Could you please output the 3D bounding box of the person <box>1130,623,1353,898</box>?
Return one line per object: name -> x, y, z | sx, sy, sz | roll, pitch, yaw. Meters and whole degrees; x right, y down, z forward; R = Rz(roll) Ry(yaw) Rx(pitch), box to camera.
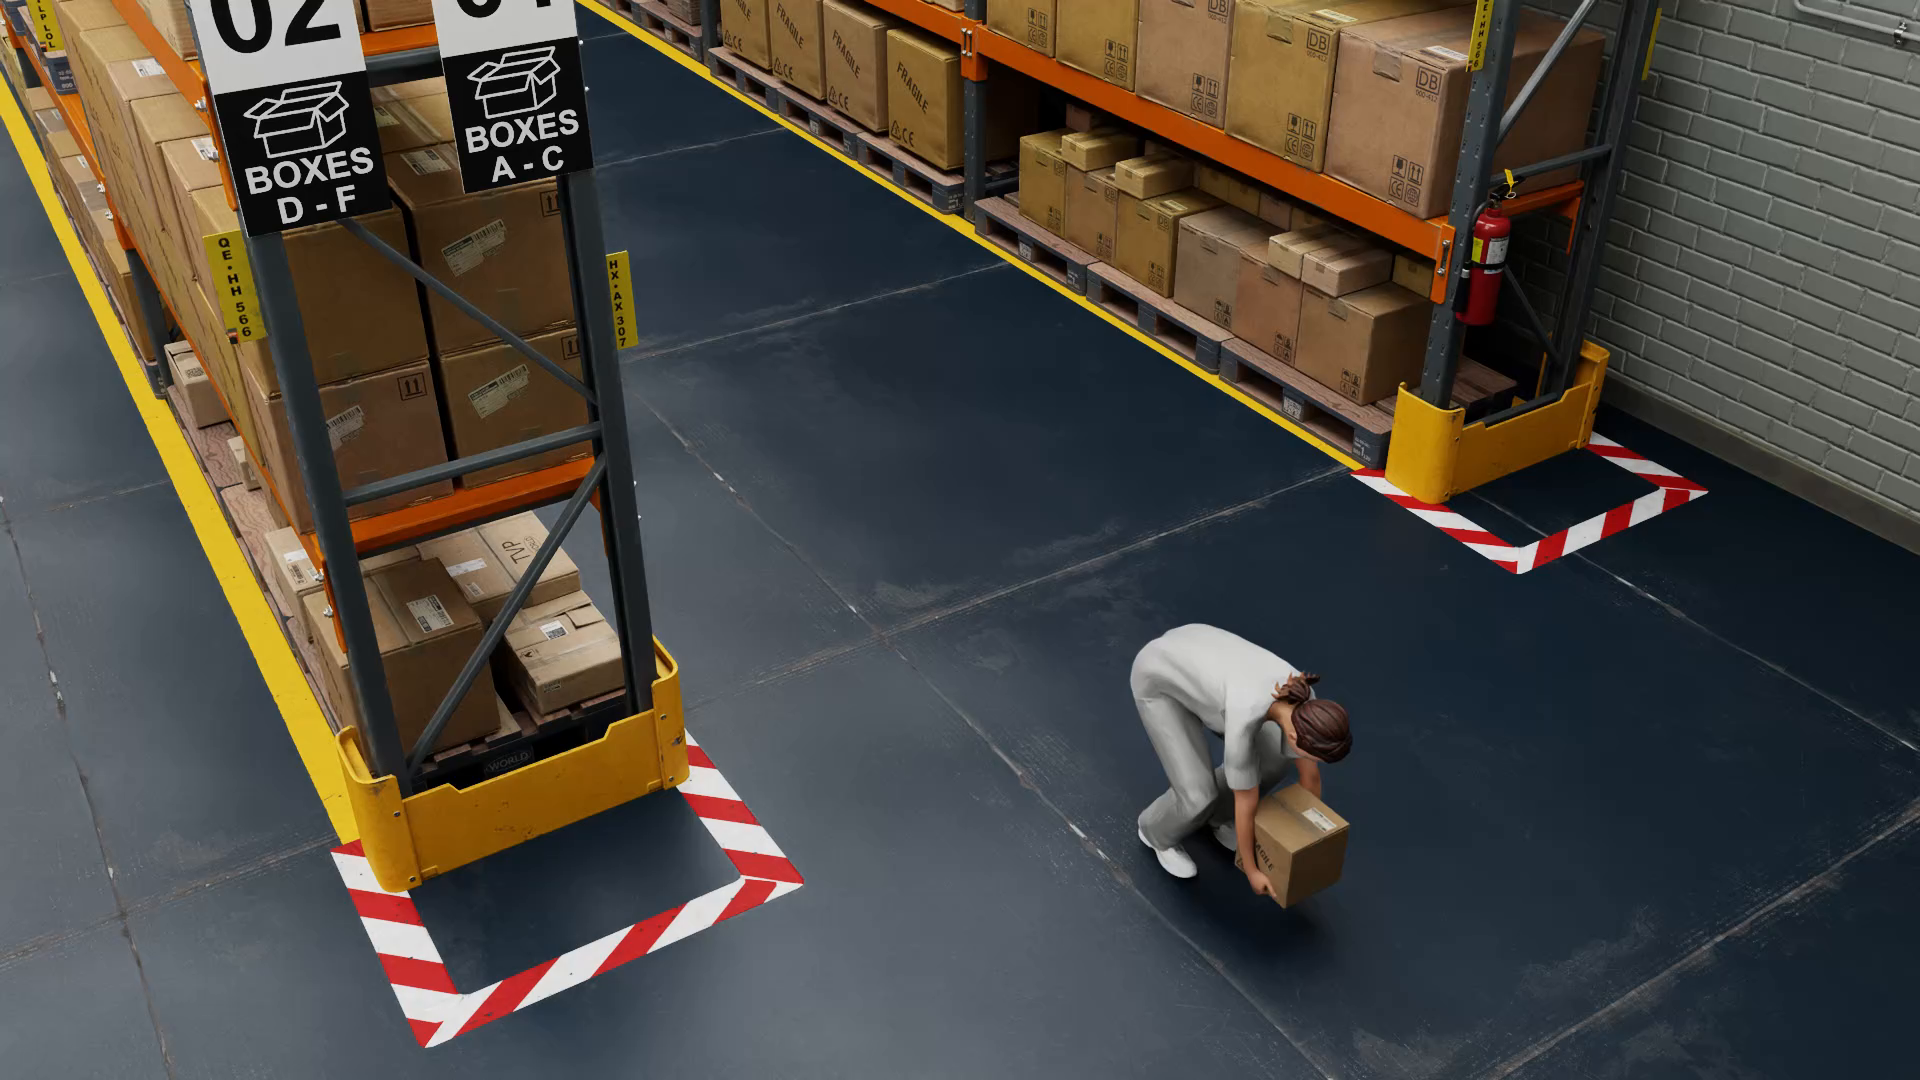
person -> 0.931, 0.763, 5.623 | 0.475, 0.951, 0.863 | -21, 38, -29
